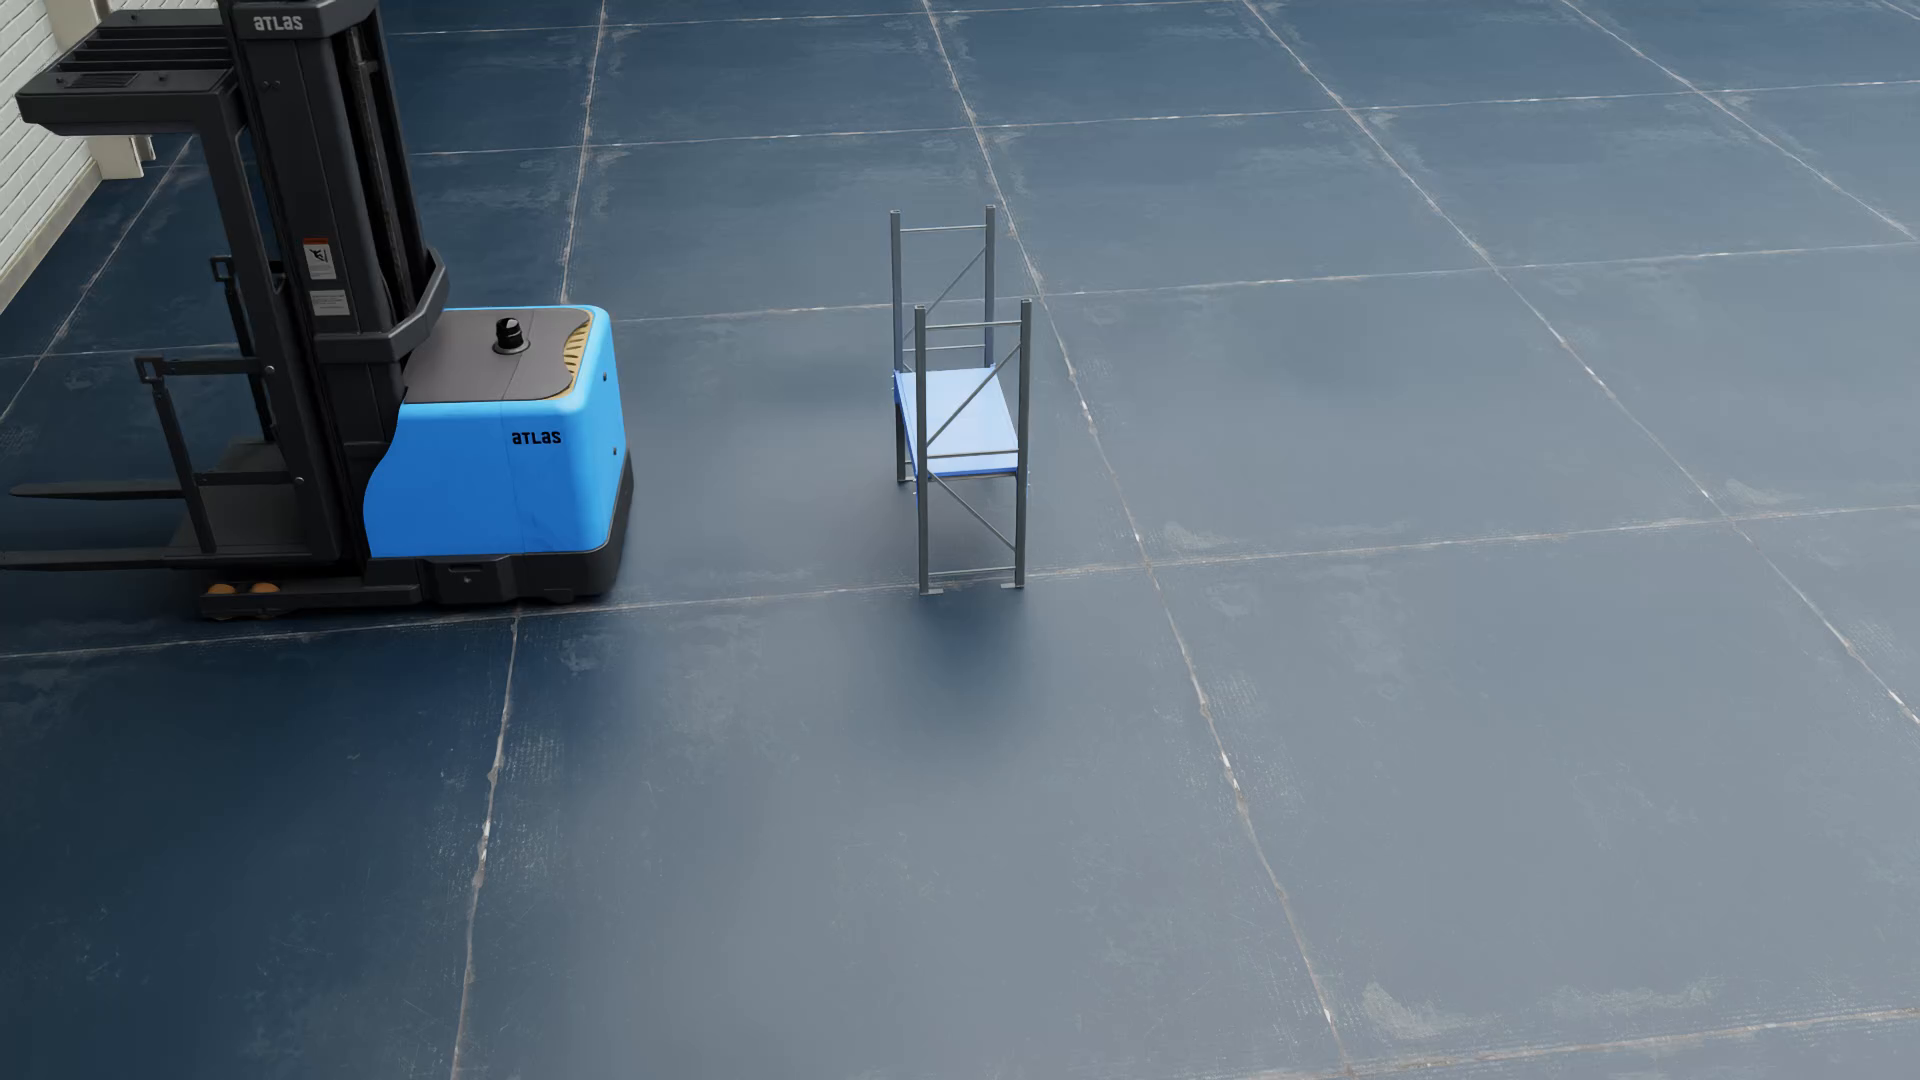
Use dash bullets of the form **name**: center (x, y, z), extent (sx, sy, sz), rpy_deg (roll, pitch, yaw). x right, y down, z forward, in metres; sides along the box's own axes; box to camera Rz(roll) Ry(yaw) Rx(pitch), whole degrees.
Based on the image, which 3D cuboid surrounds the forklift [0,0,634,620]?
- **forklift**: center (-3.162, -1.147, 7.331), extent (3.031, 2.935, 1.130), rpy_deg (-2, 34, -3)

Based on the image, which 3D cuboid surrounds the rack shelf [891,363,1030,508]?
- **rack shelf**: center (-0.011, -0.519, 7.999), extent (0.538, 0.185, 1.000), rpy_deg (-4, 35, -6)

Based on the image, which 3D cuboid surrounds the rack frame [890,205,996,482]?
- **rack frame**: center (-0.080, -0.951, 8.314), extent (0.500, 1.500, 0.032), rpy_deg (-4, 35, -6)

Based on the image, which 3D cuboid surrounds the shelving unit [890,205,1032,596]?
- **shelving unit**: center (-0.011, -0.667, 7.897), extent (0.538, 1.500, 1.048), rpy_deg (-4, 35, -6)

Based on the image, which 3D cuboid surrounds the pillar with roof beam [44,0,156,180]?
- **pillar with roof beam**: center (-1.882, -6.788, 10.219), extent (9.100, 9.000, 0.400), rpy_deg (-4, 35, -6)

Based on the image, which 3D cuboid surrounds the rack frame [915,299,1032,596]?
- **rack frame**: center (0.057, -0.384, 7.481), extent (0.500, 1.500, 0.032), rpy_deg (-4, 35, -6)
